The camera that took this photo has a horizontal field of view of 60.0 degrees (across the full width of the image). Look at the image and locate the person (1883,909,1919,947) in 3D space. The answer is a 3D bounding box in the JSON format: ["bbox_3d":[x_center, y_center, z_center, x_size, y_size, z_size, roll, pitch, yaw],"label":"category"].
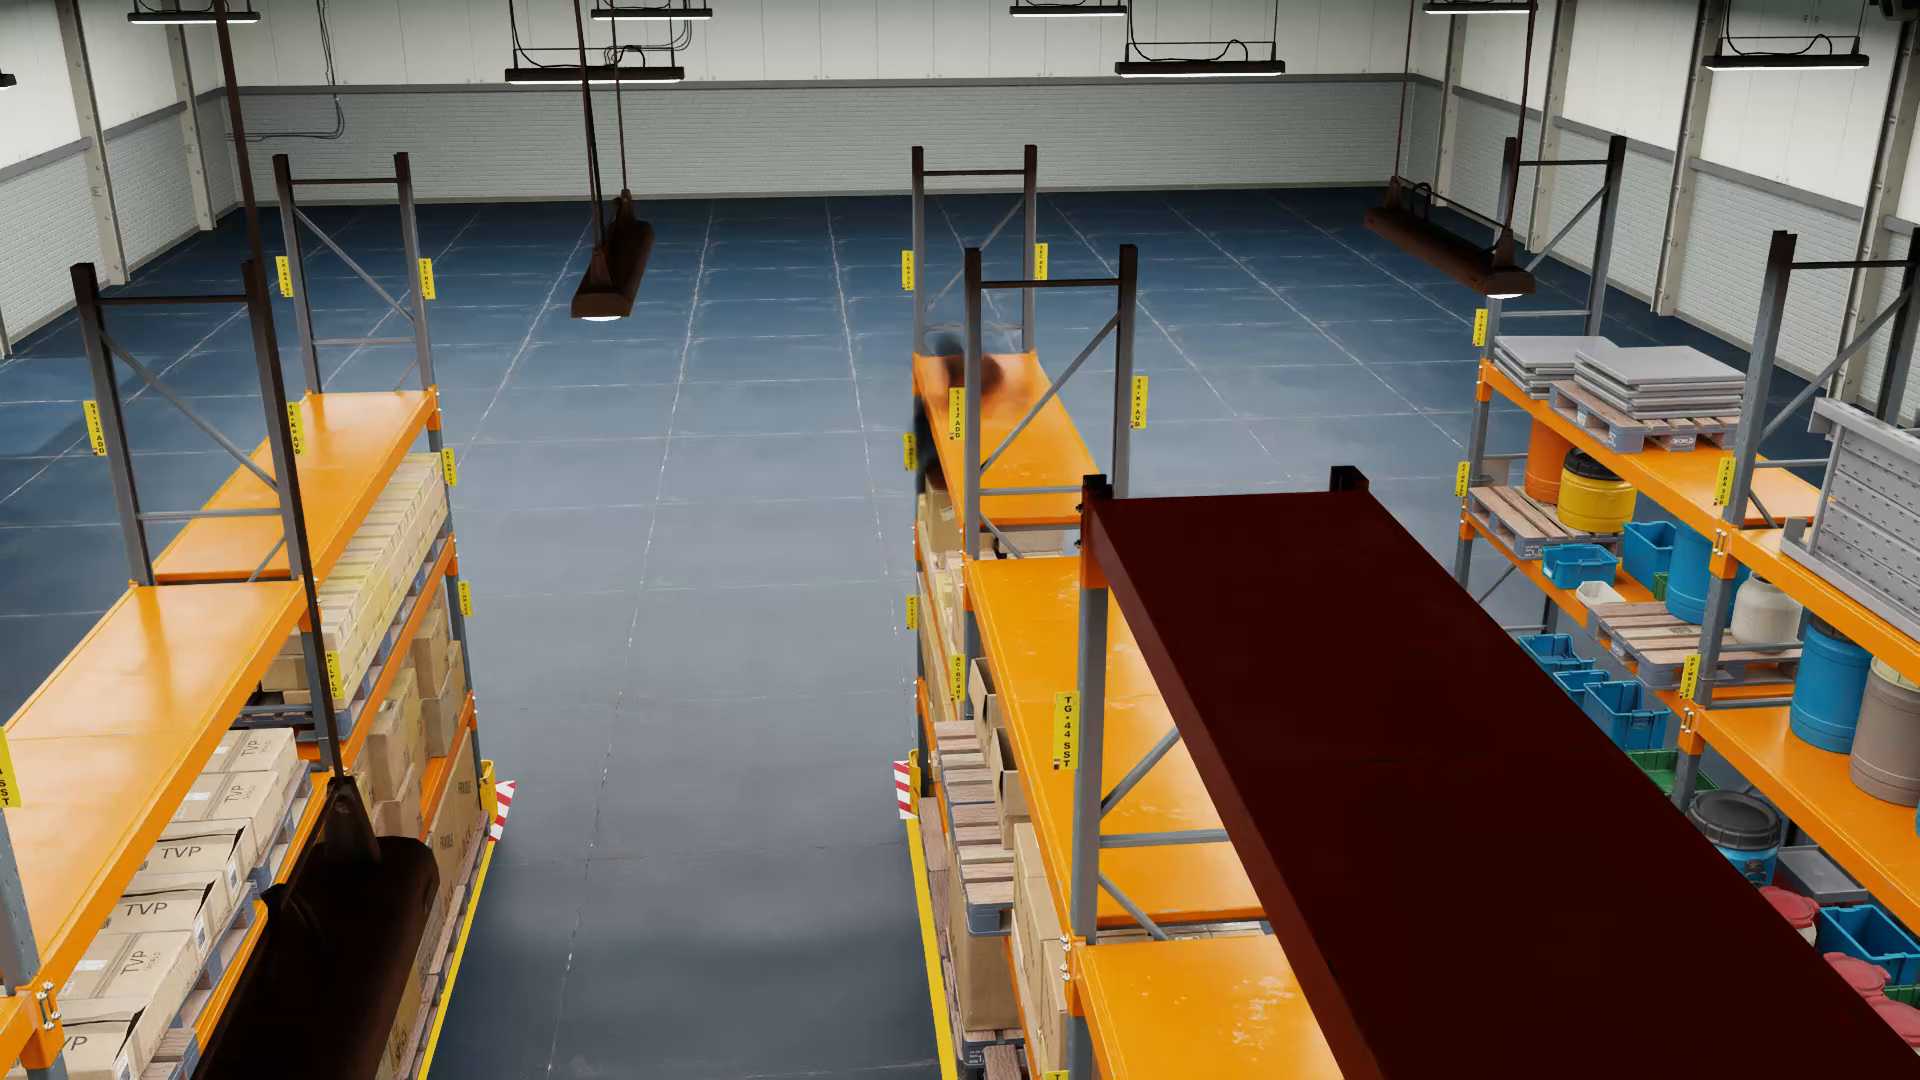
[{"bbox_3d":[7.174,2.773,12.343,0.635,1.767,0.756,-3,22,-8],"label":"person"}]
